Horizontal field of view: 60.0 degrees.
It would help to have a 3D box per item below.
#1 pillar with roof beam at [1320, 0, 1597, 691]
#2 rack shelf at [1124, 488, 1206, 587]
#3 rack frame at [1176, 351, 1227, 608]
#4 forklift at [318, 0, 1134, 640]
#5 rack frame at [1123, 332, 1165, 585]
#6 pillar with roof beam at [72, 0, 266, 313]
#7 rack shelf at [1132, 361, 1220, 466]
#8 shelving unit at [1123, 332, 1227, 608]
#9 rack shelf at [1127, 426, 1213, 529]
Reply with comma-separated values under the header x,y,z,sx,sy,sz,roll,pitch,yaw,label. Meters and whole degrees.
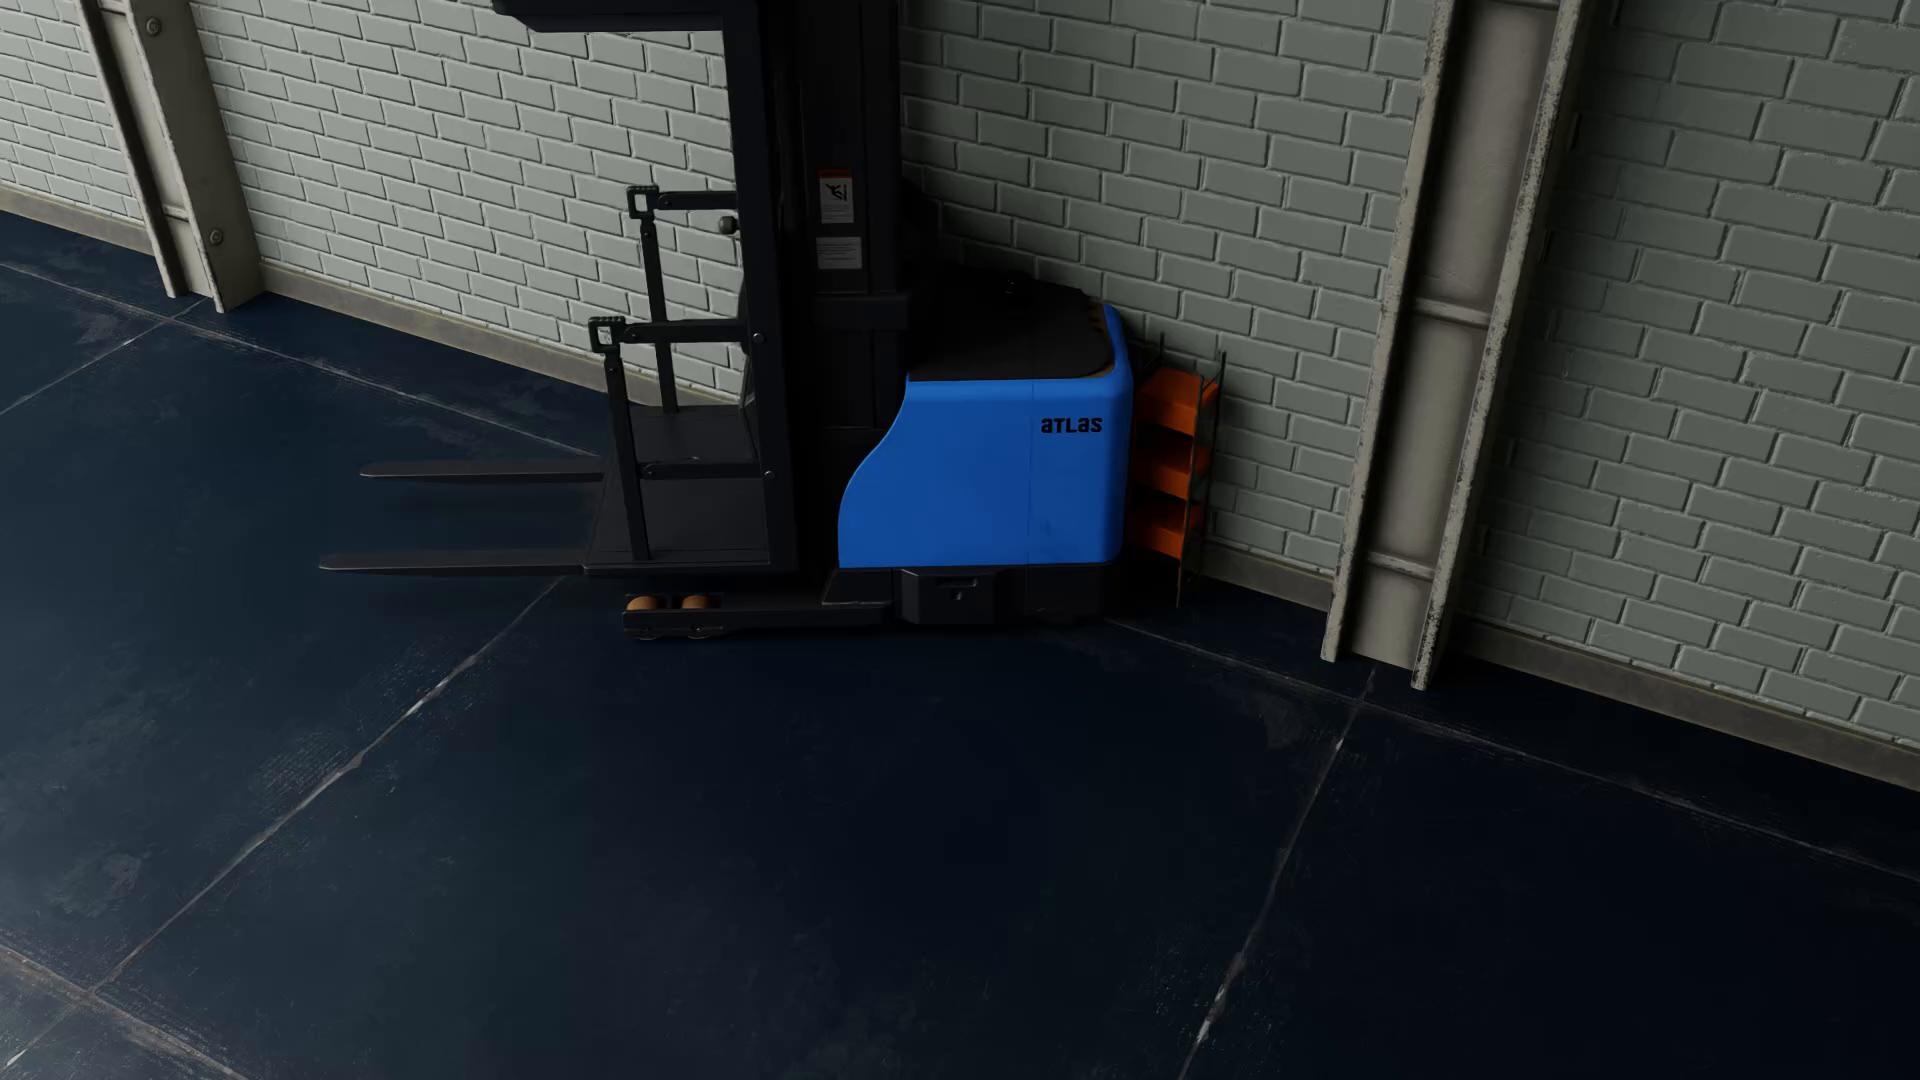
x,y,z,sx,sy,sz,roll,pitch,yaw,label
-0.396,-0.862,0.443,0.400,9.000,9.100,17,41,21,pillar with roof beam
0.785,-0.016,6.377,0.240,0.259,0.215,21,43,25,rack shelf
0.889,-0.204,6.148,0.008,1.050,0.200,21,43,25,rack frame
-0.911,-1.117,5.797,3.031,2.935,1.130,-1,37,-1,forklift
0.682,-0.284,6.251,0.008,1.050,0.200,21,43,25,rack frame
-5.724,-2.530,2.640,0.400,9.000,9.100,17,41,21,pillar with roof beam
0.785,-0.459,6.032,0.240,0.259,0.215,21,43,25,rack shelf
0.785,-0.244,6.200,0.252,1.050,0.215,21,43,25,shelving unit
0.785,-0.236,6.206,0.240,0.259,0.215,21,43,25,rack shelf
